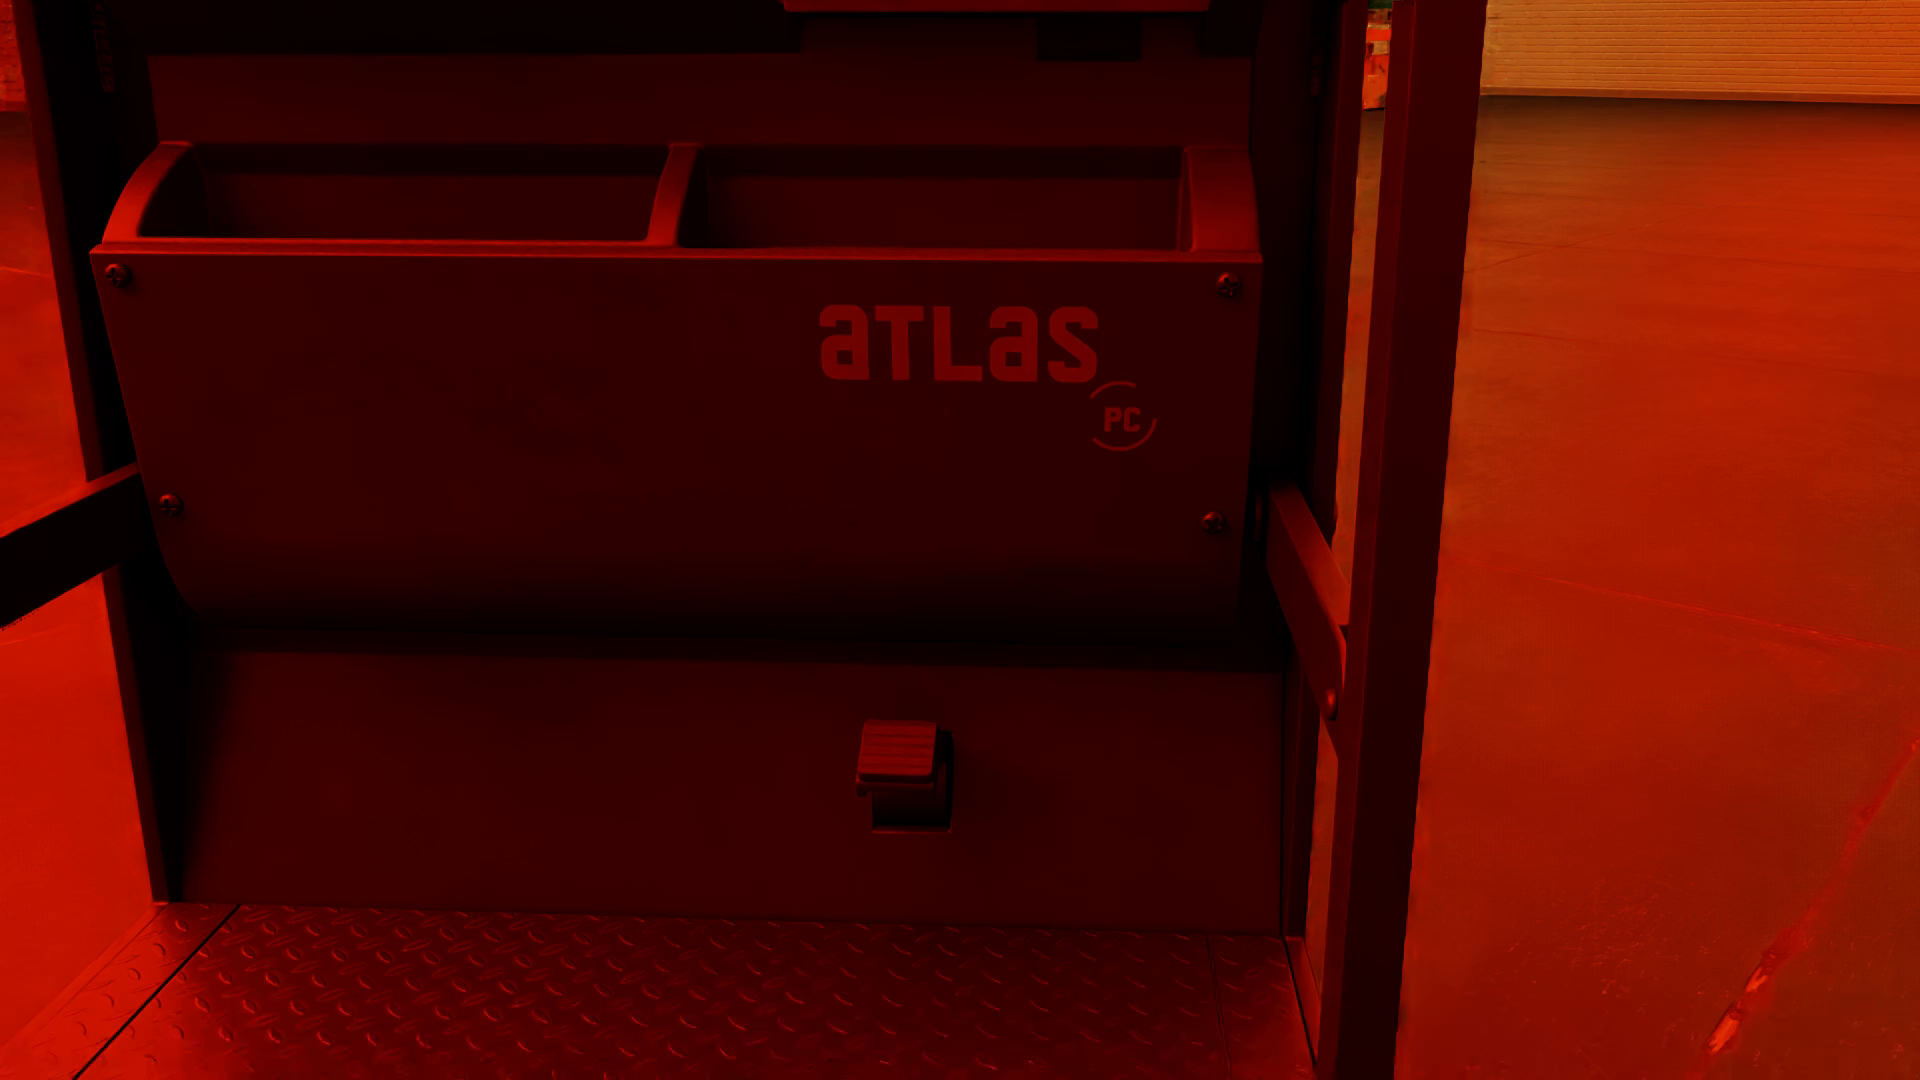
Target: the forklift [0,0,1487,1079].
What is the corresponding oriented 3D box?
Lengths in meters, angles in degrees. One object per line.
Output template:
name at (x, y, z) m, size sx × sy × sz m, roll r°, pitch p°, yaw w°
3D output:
forklift at (-0.238, -0.647, 1.029) m, size 1.130 × 2.935 × 3.031 m, roll 1°, pitch 17°, yaw 3°
